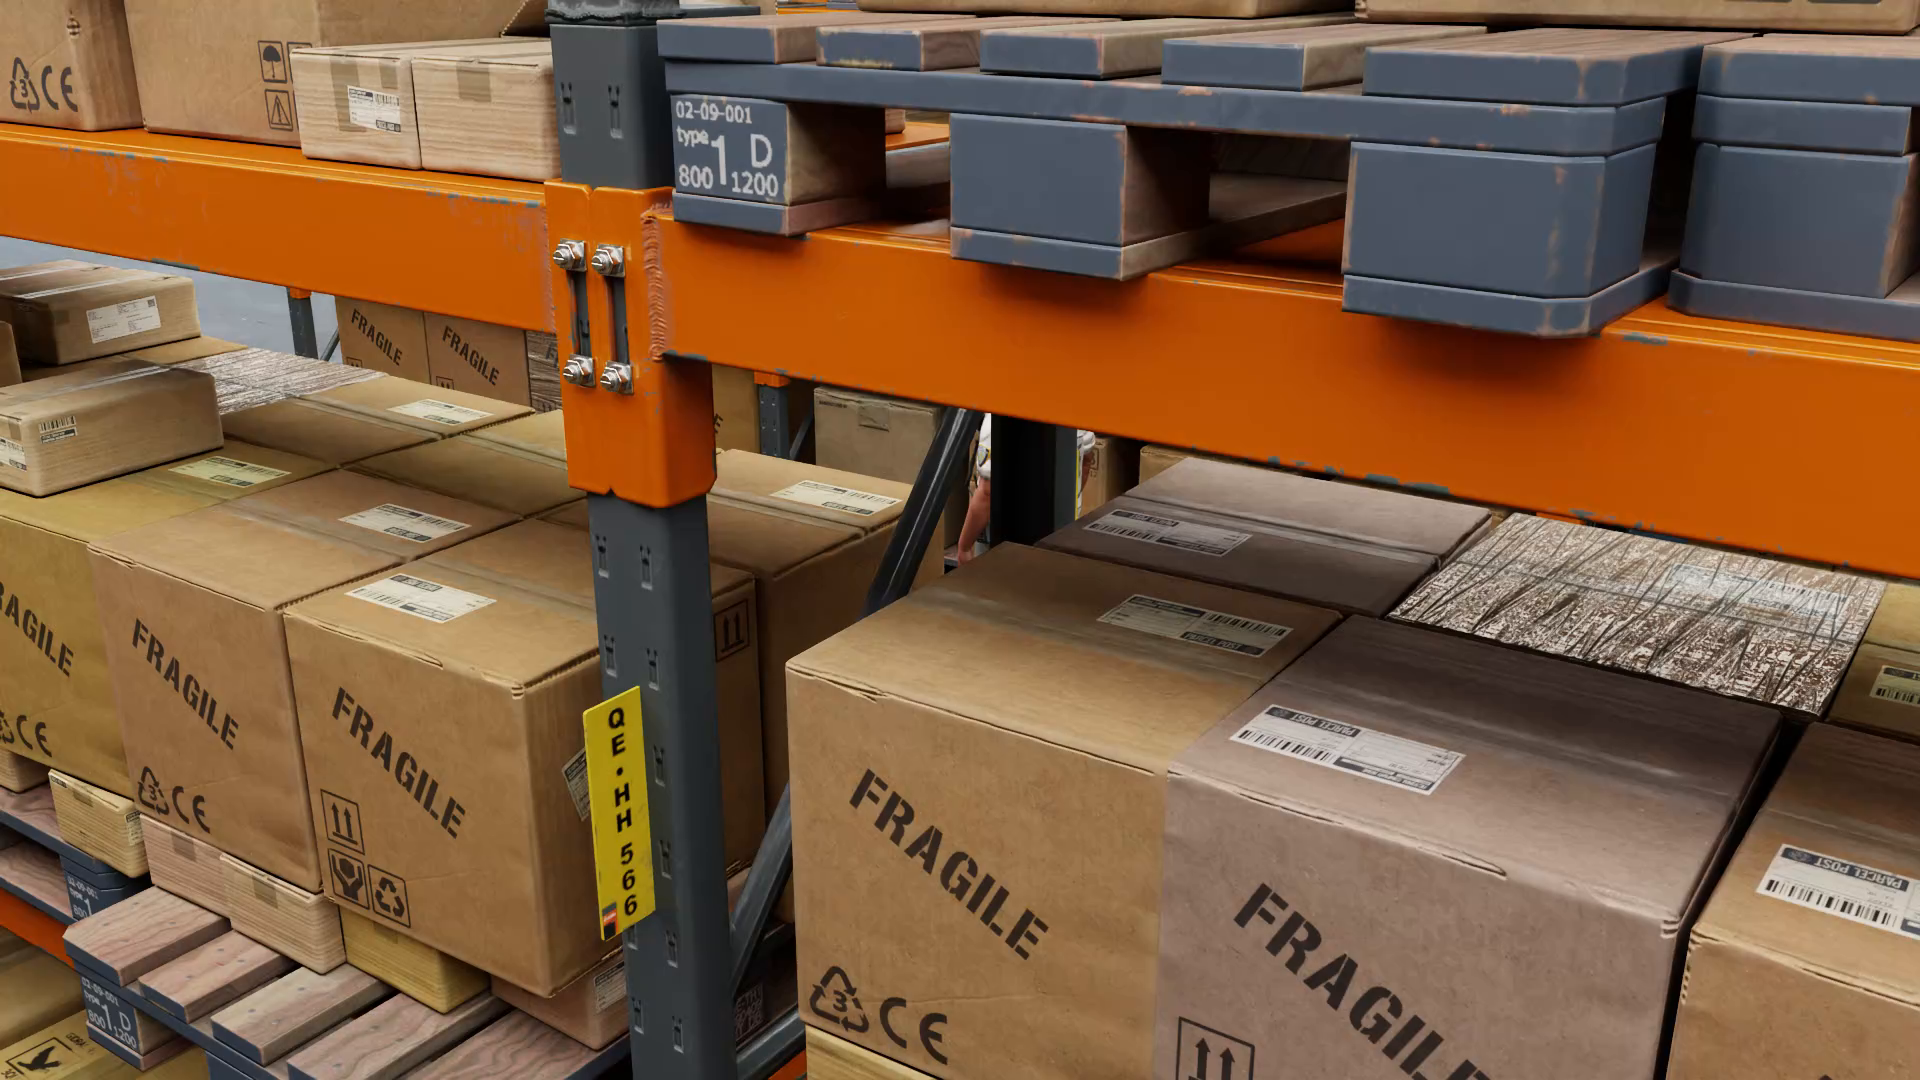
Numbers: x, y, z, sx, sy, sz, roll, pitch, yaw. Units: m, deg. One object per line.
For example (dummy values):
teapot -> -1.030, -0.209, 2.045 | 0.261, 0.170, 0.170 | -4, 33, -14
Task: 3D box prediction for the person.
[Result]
person -> 0.199, -0.060, 6.657 | 0.642, 1.782, 0.573 | -18, 26, -40
